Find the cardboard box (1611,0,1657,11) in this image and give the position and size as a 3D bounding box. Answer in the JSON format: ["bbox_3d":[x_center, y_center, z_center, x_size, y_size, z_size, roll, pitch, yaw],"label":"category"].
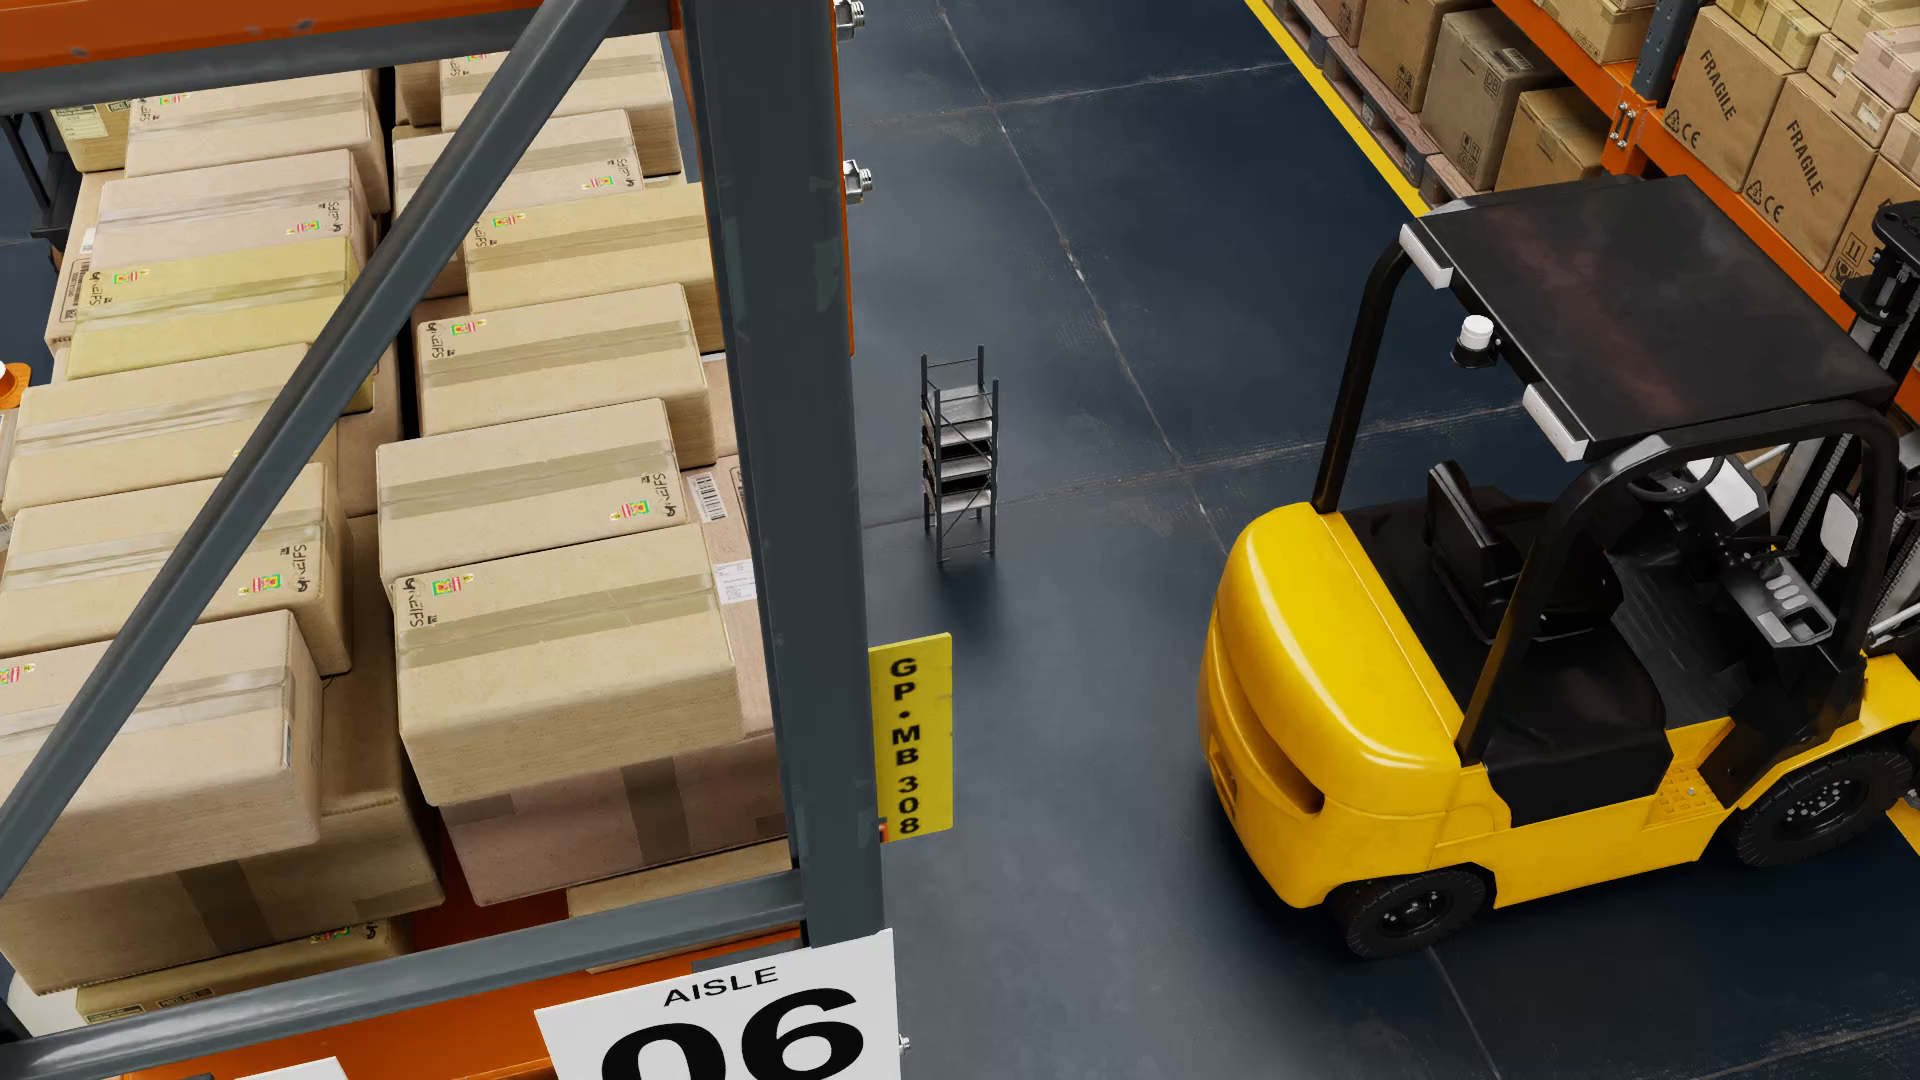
[{"bbox_3d":[2.819,-2.417,6.774,0.500,0.250,0.500,-12,47,-11],"label":"cardboard box"}]

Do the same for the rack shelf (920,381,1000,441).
[{"bbox_3d":[-0.002,-0.486,6.265,0.258,0.077,0.200,-11,47,-10],"label":"rack shelf"}]

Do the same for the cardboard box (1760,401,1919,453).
[{"bbox_3d":[3.272,-0.449,6.021,0.500,0.250,0.500,-9,46,-9],"label":"cardboard box"}]

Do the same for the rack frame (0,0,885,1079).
[{"bbox_3d":[-0.581,-0.430,0.871,1.000,3.000,0.127,-11,47,-10],"label":"rack frame"}]

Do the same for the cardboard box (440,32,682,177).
[{"bbox_3d":[-0.696,-0.745,2.897,0.380,0.149,0.250,-10,46,-9],"label":"cardboard box"}]

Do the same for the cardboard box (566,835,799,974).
[{"bbox_3d":[-0.352,0.419,2.315,0.380,0.149,0.250,-11,47,-10],"label":"cardboard box"}]

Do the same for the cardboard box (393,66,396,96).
[{"bbox_3d":[-1.496,-1.086,3.789,0.380,0.149,0.250,-12,47,-12],"label":"cardboard box"}]

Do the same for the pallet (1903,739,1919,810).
[{"bbox_3d":[3.671,0.374,6.235,1.003,0.211,1.213,-11,47,-10],"label":"pallet"}]

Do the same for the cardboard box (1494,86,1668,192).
[{"bbox_3d":[3.047,-1.676,7.661,0.875,0.625,0.625,-9,46,-9],"label":"cardboard box"}]

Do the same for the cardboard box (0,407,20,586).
[{"bbox_3d":[-3.318,-0.136,6.003,0.500,0.500,0.500,-11,47,-10],"label":"cardboard box"}]

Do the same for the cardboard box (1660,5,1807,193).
[{"bbox_3d":[3.053,-1.683,6.229,0.500,0.500,0.500,-12,47,-11],"label":"cardboard box"}]

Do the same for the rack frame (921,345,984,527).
[{"bbox_3d":[-0.028,-0.391,6.503,0.240,0.900,0.006,-11,47,-10],"label":"rack frame"}]

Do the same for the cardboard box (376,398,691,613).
[{"bbox_3d":[-0.555,-0.025,2.192,0.380,0.149,0.250,-11,47,-10],"label":"cardboard box"}]

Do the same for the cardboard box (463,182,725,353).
[{"bbox_3d":[-0.552,-0.396,2.555,0.380,0.149,0.250,-11,47,-10],"label":"cardboard box"}]

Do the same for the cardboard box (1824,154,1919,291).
[{"bbox_3d":[3.333,-0.977,5.538,0.500,0.500,0.500,-11,47,-11],"label":"cardboard box"}]

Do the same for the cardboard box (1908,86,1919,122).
[{"bbox_3d":[3.274,-1.385,5.275,0.380,0.149,0.250,-11,47,-11],"label":"cardboard box"}]

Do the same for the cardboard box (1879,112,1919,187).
[{"bbox_3d":[3.238,-1.278,5.378,0.380,0.149,0.250,-11,47,-11],"label":"cardboard box"}]

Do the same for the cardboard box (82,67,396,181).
[{"bbox_3d":[-1.369,-0.789,3.220,0.500,0.250,0.500,-10,46,-10],"label":"cardboard box"}]

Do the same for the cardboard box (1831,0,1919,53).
[{"bbox_3d":[3.215,-1.756,5.638,0.380,0.149,0.250,-11,47,-11],"label":"cardboard box"}]

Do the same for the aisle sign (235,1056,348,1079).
[{"bbox_3d":[-0.846,0.855,1.991,0.394,0.787,0.004,-11,47,-10],"label":"aisle sign"}]

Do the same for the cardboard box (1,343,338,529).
[{"bbox_3d":[-1.065,-0.109,2.274,0.380,0.149,0.250,-11,47,-11],"label":"cardboard box"}]

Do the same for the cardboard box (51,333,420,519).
[{"bbox_3d":[-1.088,-0.086,2.531,0.500,0.250,0.500,-11,47,-11],"label":"cardboard box"}]

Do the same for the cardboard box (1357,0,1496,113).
[{"bbox_3d":[2.662,-2.732,8.696,0.875,0.625,0.625,-12,47,-12],"label":"cardboard box"}]

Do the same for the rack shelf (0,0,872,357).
[{"bbox_3d":[-1.093,-1.558,2.482,1.077,0.370,4.000,-11,47,-10],"label":"rack shelf"}]

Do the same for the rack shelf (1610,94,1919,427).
[{"bbox_3d":[3.704,-0.370,5.516,1.077,0.370,4.000,-11,47,-10],"label":"rack shelf"}]

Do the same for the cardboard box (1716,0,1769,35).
[{"bbox_3d":[3.019,-1.996,6.082,0.380,0.149,0.250,-11,47,-11],"label":"cardboard box"}]

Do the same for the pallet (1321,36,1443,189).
[{"bbox_3d":[2.650,-2.372,8.927,1.003,0.211,1.213,-11,47,-10],"label":"pallet"}]

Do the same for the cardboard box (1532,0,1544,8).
[{"bbox_3d":[2.676,-2.596,7.299,0.500,0.250,0.500,-11,47,-11],"label":"cardboard box"}]

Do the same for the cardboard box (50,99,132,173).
[{"bbox_3d":[-1.379,-0.804,2.955,0.380,0.149,0.250,-10,46,-9],"label":"cardboard box"}]

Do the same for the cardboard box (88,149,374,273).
[{"bbox_3d":[-1.136,-0.464,2.622,0.380,0.149,0.250,-11,47,-10],"label":"cardboard box"}]

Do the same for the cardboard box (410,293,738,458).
[{"bbox_3d":[-0.572,-0.177,2.620,0.500,0.250,0.500,-11,47,-11],"label":"cardboard box"}]

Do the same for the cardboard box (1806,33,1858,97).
[{"bbox_3d":[3.181,-1.643,5.736,0.380,0.149,0.250,-11,47,-10],"label":"cardboard box"}]

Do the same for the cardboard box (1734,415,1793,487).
[{"bbox_3d":[3.266,-0.275,6.200,0.500,0.250,0.500,-11,47,-11],"label":"cardboard box"}]

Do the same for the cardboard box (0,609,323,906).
[{"bbox_3d":[-0.953,0.249,1.923,0.380,0.149,0.250,-10,46,-10],"label":"cardboard box"}]

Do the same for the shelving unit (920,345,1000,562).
[{"bbox_3d":[-0.002,-0.321,6.434,0.258,0.900,0.210,-11,47,-10],"label":"shelving unit"}]

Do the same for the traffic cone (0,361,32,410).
[{"bbox_3d":[-4.317,-0.822,7.231,0.336,0.463,0.334,-11,47,-10],"label":"traffic cone"}]

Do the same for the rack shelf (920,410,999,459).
[{"bbox_3d":[-0.002,-0.423,6.329,0.258,0.077,0.200,-11,47,-10],"label":"rack shelf"}]

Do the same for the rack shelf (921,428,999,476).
[{"bbox_3d":[-0.002,-0.360,6.394,0.258,0.077,0.200,-11,47,-10],"label":"rack shelf"}]

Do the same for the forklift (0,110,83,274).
[{"bbox_3d":[-3.866,-2.610,7.255,1.130,2.935,3.031,-10,46,-10],"label":"forklift"}]

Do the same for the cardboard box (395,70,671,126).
[{"bbox_3d":[-0.841,-0.887,3.315,0.500,0.250,0.500,-10,46,-9],"label":"cardboard box"}]
